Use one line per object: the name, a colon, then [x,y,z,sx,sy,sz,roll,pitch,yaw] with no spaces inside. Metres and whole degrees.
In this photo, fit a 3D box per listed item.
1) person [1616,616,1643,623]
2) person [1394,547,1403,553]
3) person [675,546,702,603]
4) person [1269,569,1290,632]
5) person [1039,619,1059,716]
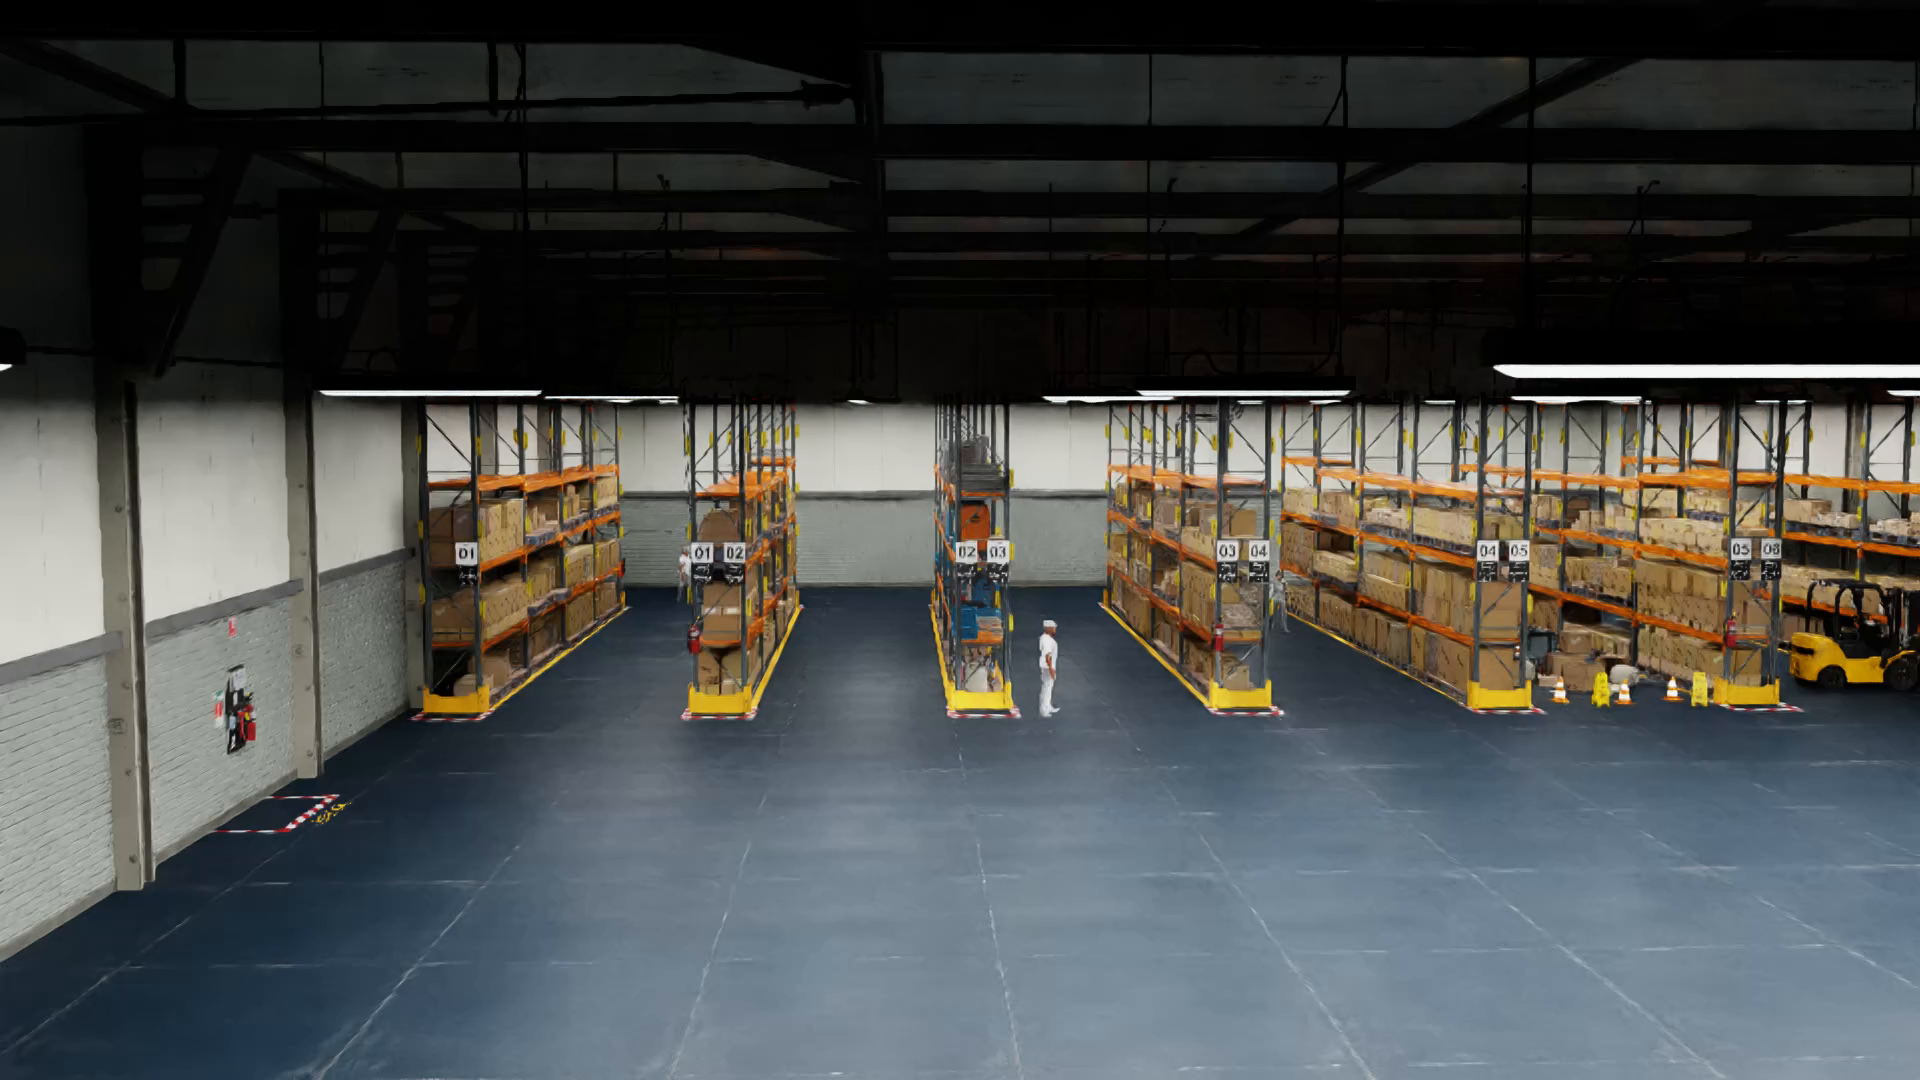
person: [17.702,1.301,43.910,0.653,1.771,0.698,1,5,17]
person: [13.394,0.792,51.168,0.440,1.651,0.626,3,5,31]
person: [-7.956,1.006,48.495,0.561,1.653,0.730,3,5,33]
person: [8.092,1.523,42.292,0.495,1.589,1.086,0,5,0]
person: [1.657,2.351,30.857,0.380,1.763,0.703,0,5,3]
